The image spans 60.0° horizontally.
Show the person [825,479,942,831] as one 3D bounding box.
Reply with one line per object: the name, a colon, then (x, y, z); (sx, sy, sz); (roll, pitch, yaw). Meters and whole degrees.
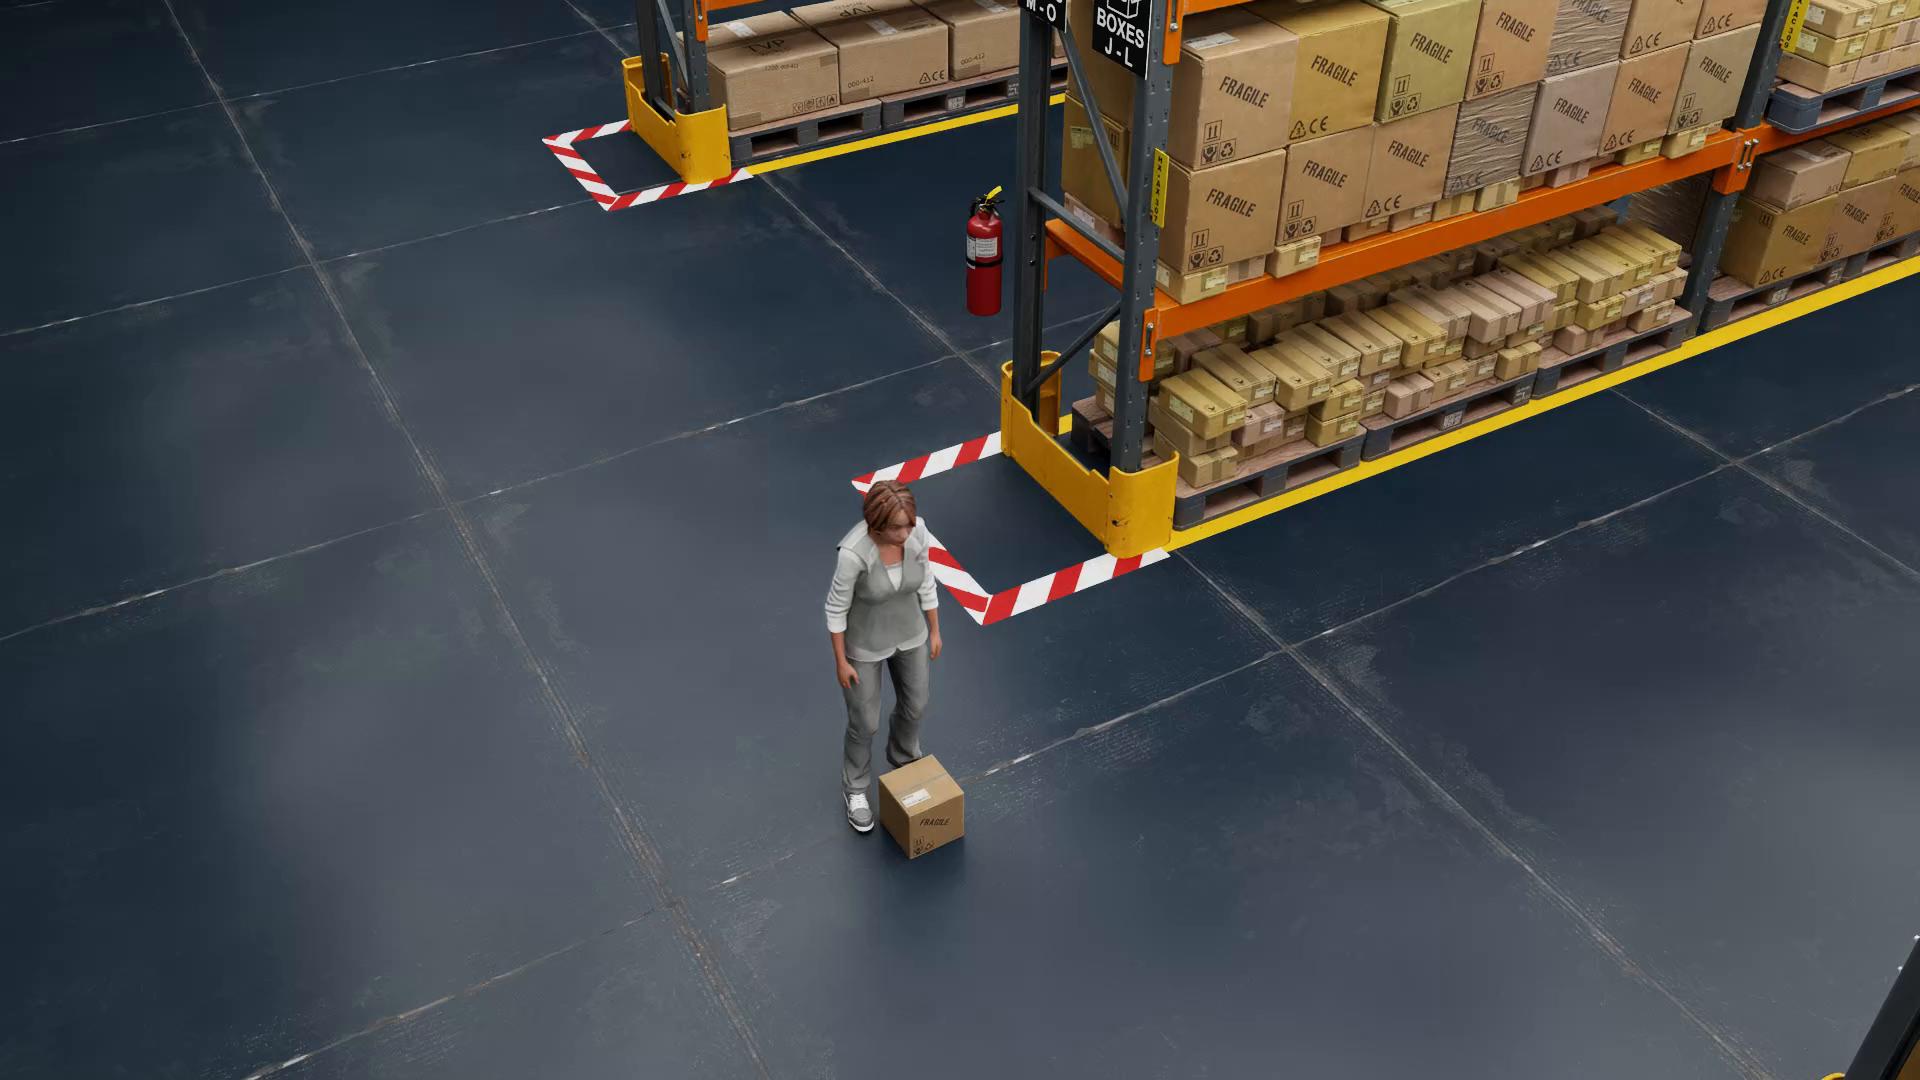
person: (-0.286, 0.408, 6.399); (0.461, 1.593, 0.343); (-19, 41, -23)
